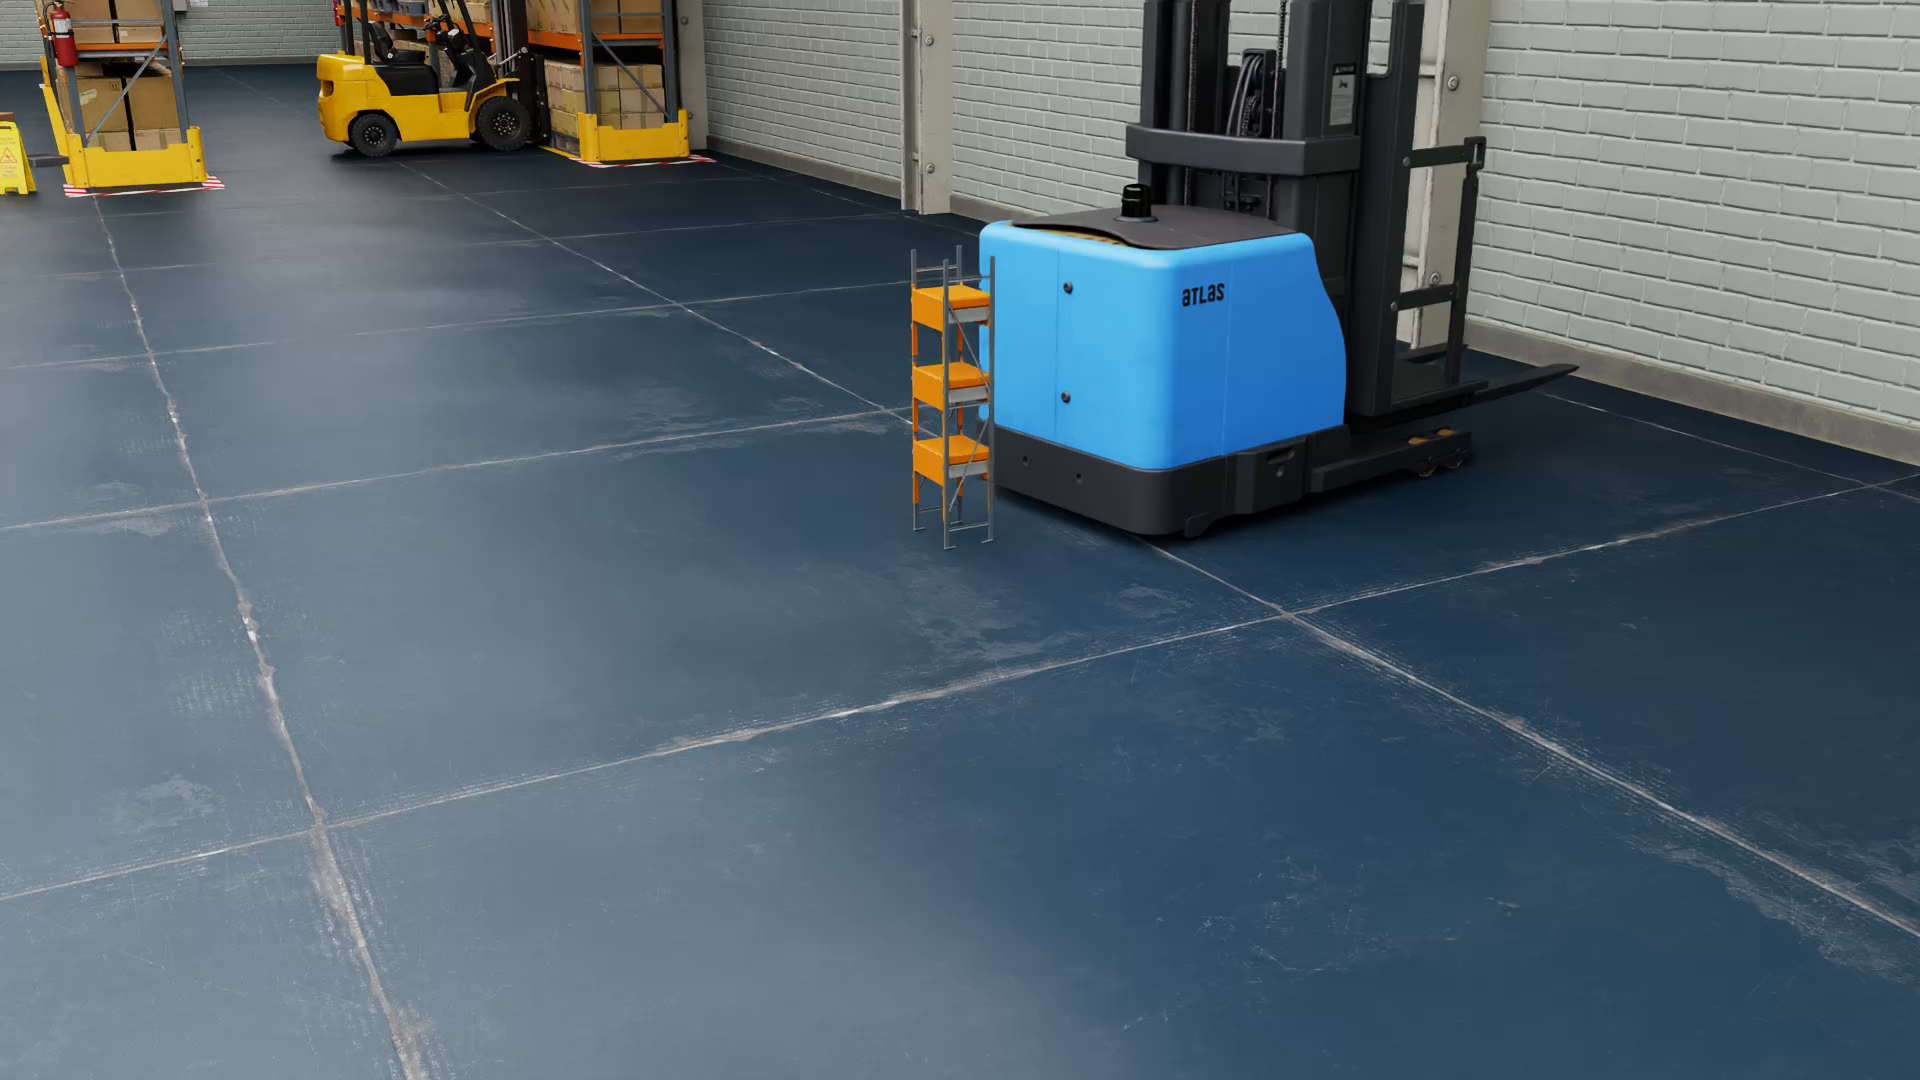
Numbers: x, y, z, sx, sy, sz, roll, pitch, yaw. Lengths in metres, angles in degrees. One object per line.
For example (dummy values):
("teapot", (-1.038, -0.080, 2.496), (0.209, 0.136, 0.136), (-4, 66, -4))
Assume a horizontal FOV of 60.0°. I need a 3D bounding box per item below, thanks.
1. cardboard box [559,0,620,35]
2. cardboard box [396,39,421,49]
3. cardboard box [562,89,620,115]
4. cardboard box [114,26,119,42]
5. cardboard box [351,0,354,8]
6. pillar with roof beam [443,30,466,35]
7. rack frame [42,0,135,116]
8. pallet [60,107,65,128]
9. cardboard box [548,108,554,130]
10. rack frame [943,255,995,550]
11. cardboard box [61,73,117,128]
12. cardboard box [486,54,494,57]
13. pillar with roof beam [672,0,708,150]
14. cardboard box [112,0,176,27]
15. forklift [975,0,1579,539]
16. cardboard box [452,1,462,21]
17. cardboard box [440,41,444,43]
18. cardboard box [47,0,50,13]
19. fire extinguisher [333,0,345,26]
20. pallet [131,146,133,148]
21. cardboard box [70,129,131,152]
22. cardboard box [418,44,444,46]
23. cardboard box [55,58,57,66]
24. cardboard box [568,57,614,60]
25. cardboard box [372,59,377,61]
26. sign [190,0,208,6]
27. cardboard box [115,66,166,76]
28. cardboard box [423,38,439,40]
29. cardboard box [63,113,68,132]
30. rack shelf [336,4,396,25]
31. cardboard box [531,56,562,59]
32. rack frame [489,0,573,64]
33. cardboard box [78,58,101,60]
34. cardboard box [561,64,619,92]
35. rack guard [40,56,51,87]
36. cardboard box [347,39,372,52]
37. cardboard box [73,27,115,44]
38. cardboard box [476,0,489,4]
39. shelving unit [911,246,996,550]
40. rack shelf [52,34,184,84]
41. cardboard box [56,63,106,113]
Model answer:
("cardboard box", (-4.061, -5.803, 18.196), (0.500, 0.500, 0.500), (-11, 22, -28))
("cardboard box", (-9.027, -8.139, 27.315), (0.380, 0.149, 0.250), (-11, 22, -29))
("cardboard box", (-4.103, -4.881, 18.483), (0.500, 0.250, 0.500), (-10, 22, -27))
("cardboard box", (-8.075, -4.966, 16.309), (0.380, 0.149, 0.250), (-10, 21, -26))
("cardboard box", (-10.712, -9.615, 29.781), (0.380, 0.149, 0.250), (-11, 22, -28))
("pillar with roof beam", (-12.621, -11.608, 25.976), (9.100, 9.000, 0.400), (-10, 21, -27))
("rack frame", (-11.762, -7.181, 22.345), (1.000, 3.000, 0.127), (-10, 21, -27))
("pallet", (-11.392, -5.639, 22.149), (1.003, 0.211, 1.213), (-10, 21, -27))
("cardboard box", (-4.555, -4.929, 19.388), (0.500, 0.250, 0.500), (-10, 21, -26))
("rack frame", (0.033, -0.477, 5.903), (0.200, 1.050, 0.008), (-10, 21, -27))
("cardboard box", (-8.824, -4.477, 16.929), (0.500, 0.500, 0.500), (-9, 21, -25))
("cardboard box", (-6.474, -6.466, 23.270), (0.875, 0.625, 0.625), (-11, 22, -29))
("pillar with roof beam", (-6.923, -8.163, 15.993), (9.100, 9.000, 0.400), (-10, 21, -27))
("cardboard box", (-7.944, -5.252, 16.143), (0.500, 0.500, 0.500), (-10, 22, -27))
("forklift", (1.523, -1.764, 6.749), (3.031, 2.935, 1.130), (-15, 24, -37))
("cardboard box", (-6.670, -7.274, 22.843), (0.500, 0.250, 0.500), (-9, 21, -25))
("cardboard box", (-8.121, -7.920, 26.678), (0.380, 0.149, 0.250), (-11, 22, -29))
("cardboard box", (-8.932, -5.474, 16.789), (0.500, 0.500, 0.500), (-10, 21, -27))
("fire extinguisher", (-11.671, -10.006, 31.220), (0.296, 0.674, 0.183), (-10, 21, -27))
("pallet", (-8.929, -4.177, 17.913), (1.003, 0.211, 1.213), (-10, 21, -27))
("cardboard box", (-8.595, -3.981, 16.641), (0.500, 0.250, 0.500), (-10, 21, -27))
("cardboard box", (-8.096, -7.533, 25.558), (0.380, 0.149, 0.250), (-11, 22, -28))
("cardboard box", (-9.813, -5.337, 18.426), (0.380, 0.149, 0.250), (-10, 21, -26))
("cardboard box", (-4.364, -5.630, 19.886), (0.500, 0.250, 0.500), (-10, 22, -28))
("cardboard box", (-9.987, -8.223, 28.910), (0.396, 0.266, 0.258), (-9, 21, -25))
("sign", (-16.005, -11.468, 34.912), (0.329, 0.494, 0.001), (-10, 21, -27))
("cardboard box", (-8.859, -4.866, 18.057), (0.500, 0.500, 0.500), (-9, 21, -24))
("cardboard box", (-8.737, -8.287, 27.744), (0.380, 0.149, 0.250), (-10, 21, -27))
("cardboard box", (-9.820, -4.721, 18.785), (0.500, 0.250, 0.500), (-11, 22, -29))
("rack shelf", (-10.245, -9.334, 29.685), (1.077, 0.370, 4.000), (-10, 21, -27))
("cardboard box", (-5.062, -5.698, 20.083), (0.500, 0.250, 0.500), (-9, 21, -25))
("rack frame", (-5.496, -6.803, 21.248), (1.000, 3.000, 0.127), (-10, 21, -27))
("cardboard box", (-8.923, -4.802, 16.876), (0.380, 0.149, 0.250), (-10, 21, -26))
("cardboard box", (-4.090, -5.110, 18.380), (0.500, 0.250, 0.500), (-9, 21, -25))
("rack guard", (-15.572, -8.303, 29.428), (1.175, 0.500, 0.348), (-10, 21, -27))
("cardboard box", (-10.987, -9.076, 31.019), (0.797, 0.503, 0.637), (-11, 22, -29))
("cardboard box", (-8.329, -4.840, 15.945), (0.380, 0.149, 0.250), (-9, 21, -25))
("cardboard box", (-5.954, -7.070, 21.485), (0.500, 0.250, 0.500), (-10, 22, -28))
("shelving unit", (-0.025, -0.512, 6.005), (0.215, 1.050, 0.252), (-10, 21, -27))
("rack shelf", (-8.913, -5.119, 17.470), (1.077, 0.370, 4.000), (-10, 21, -27))
("cardboard box", (-9.820, -5.075, 18.663), (0.500, 0.500, 0.500), (-9, 21, -24))
